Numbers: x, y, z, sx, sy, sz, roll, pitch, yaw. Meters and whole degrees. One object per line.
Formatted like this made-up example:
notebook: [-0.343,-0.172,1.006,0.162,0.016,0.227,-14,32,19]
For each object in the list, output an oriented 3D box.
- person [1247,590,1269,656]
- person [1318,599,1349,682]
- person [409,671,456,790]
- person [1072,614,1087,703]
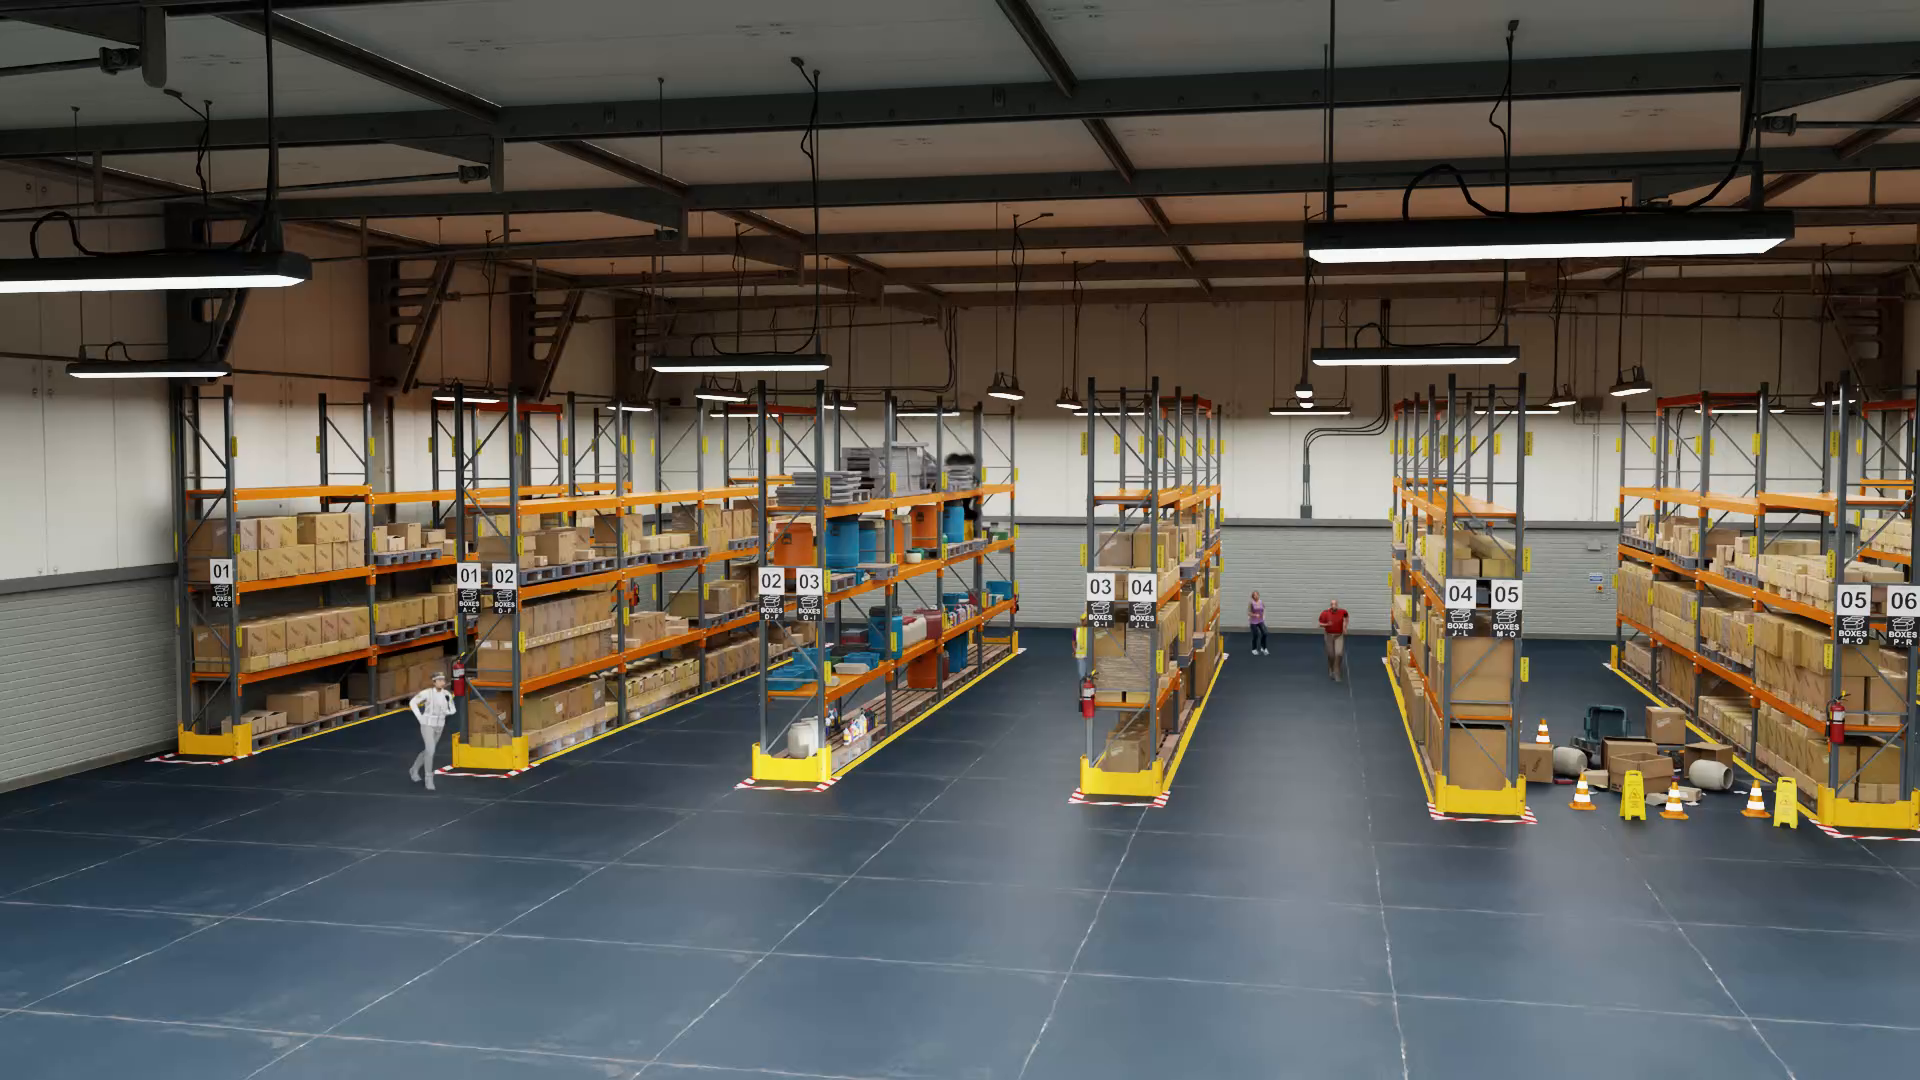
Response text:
person: [7.118,1.987,39.800,0.560,1.577,0.687,-1,3,-13]
person: [8.035,2.164,35.773,0.643,1.817,0.884,1,3,12]
person: [-7.818,2.803,24.684,0.777,1.721,0.606,3,4,41]
person: [2.488,2.317,32.422,0.689,1.766,0.852,1,3,15]
